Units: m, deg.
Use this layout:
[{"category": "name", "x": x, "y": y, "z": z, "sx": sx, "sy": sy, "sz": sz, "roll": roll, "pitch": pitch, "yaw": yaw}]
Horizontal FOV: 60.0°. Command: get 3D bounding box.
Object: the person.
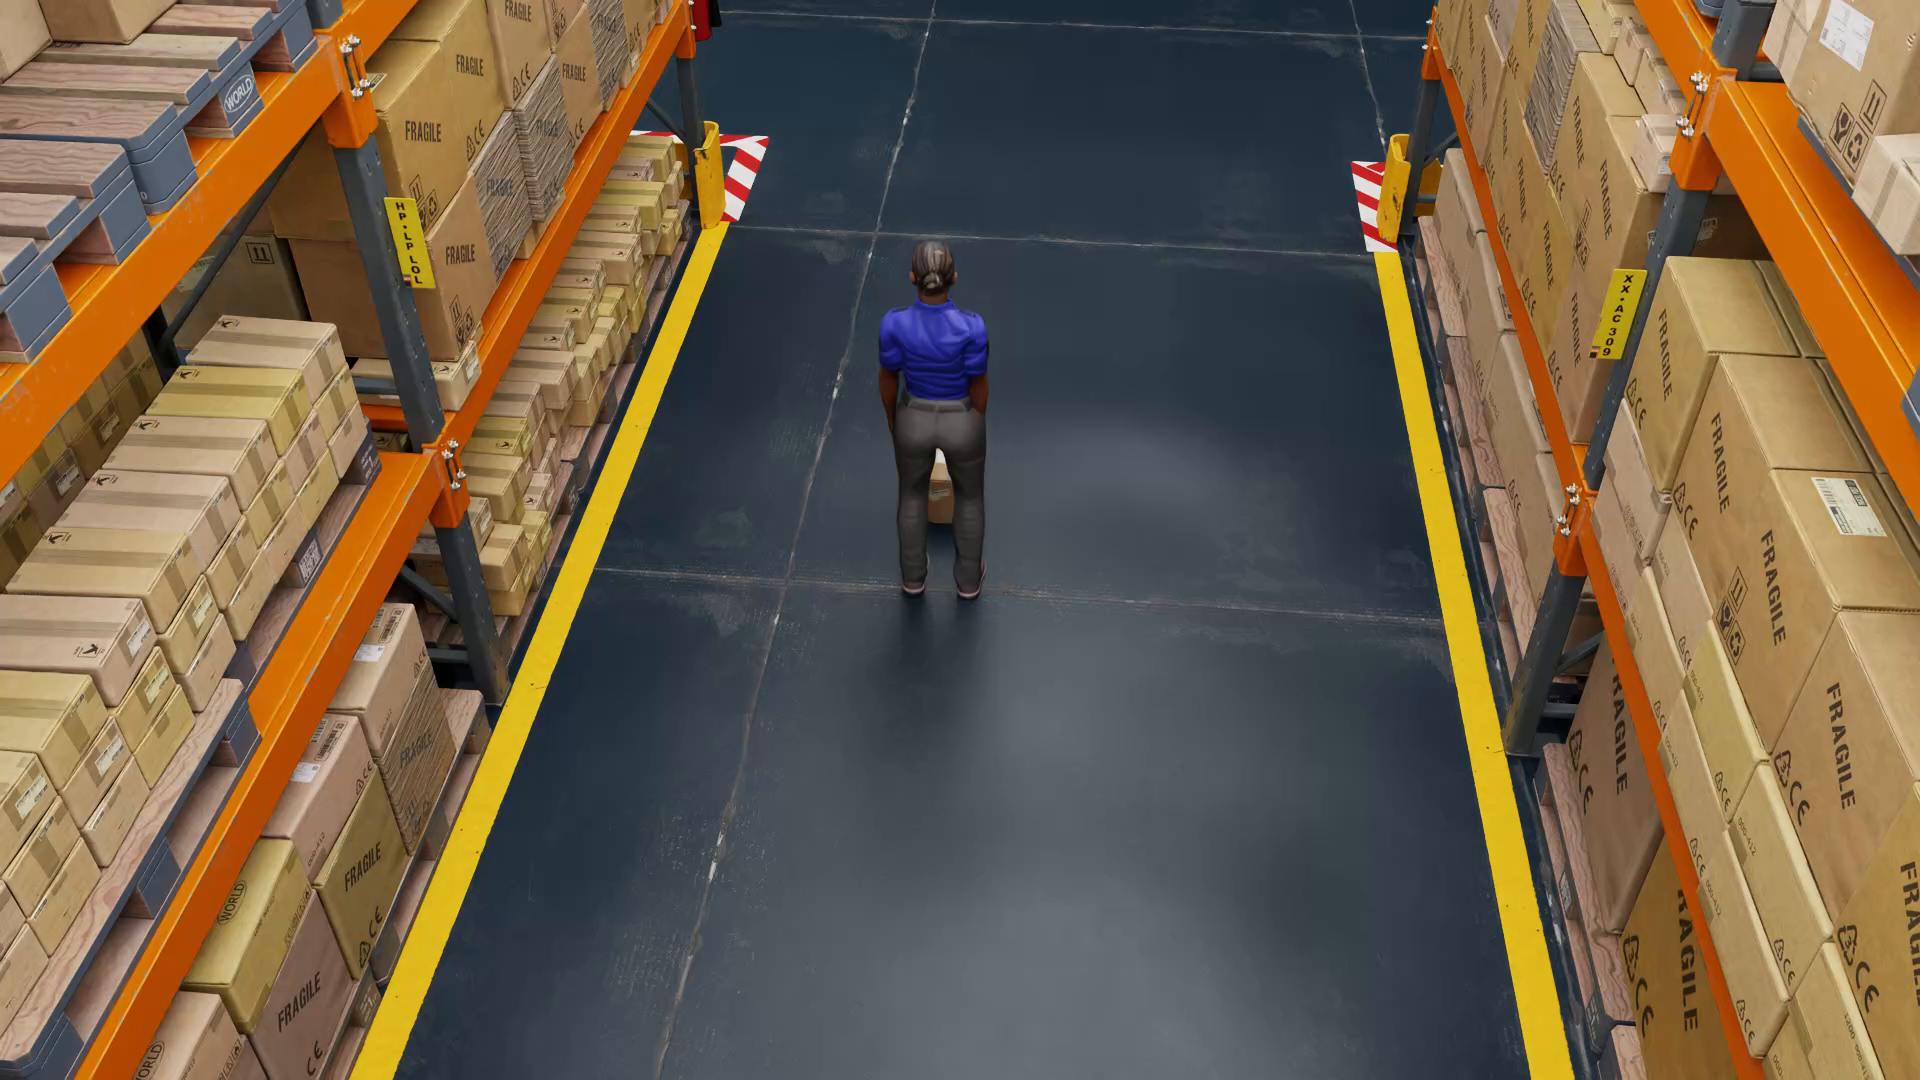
[{"category": "person", "x": -0.102, "y": -0.459, "z": 6.717, "sx": 0.441, "sy": 1.646, "sz": 0.311, "roll": 4, "pitch": 40, "yaw": 5}]
